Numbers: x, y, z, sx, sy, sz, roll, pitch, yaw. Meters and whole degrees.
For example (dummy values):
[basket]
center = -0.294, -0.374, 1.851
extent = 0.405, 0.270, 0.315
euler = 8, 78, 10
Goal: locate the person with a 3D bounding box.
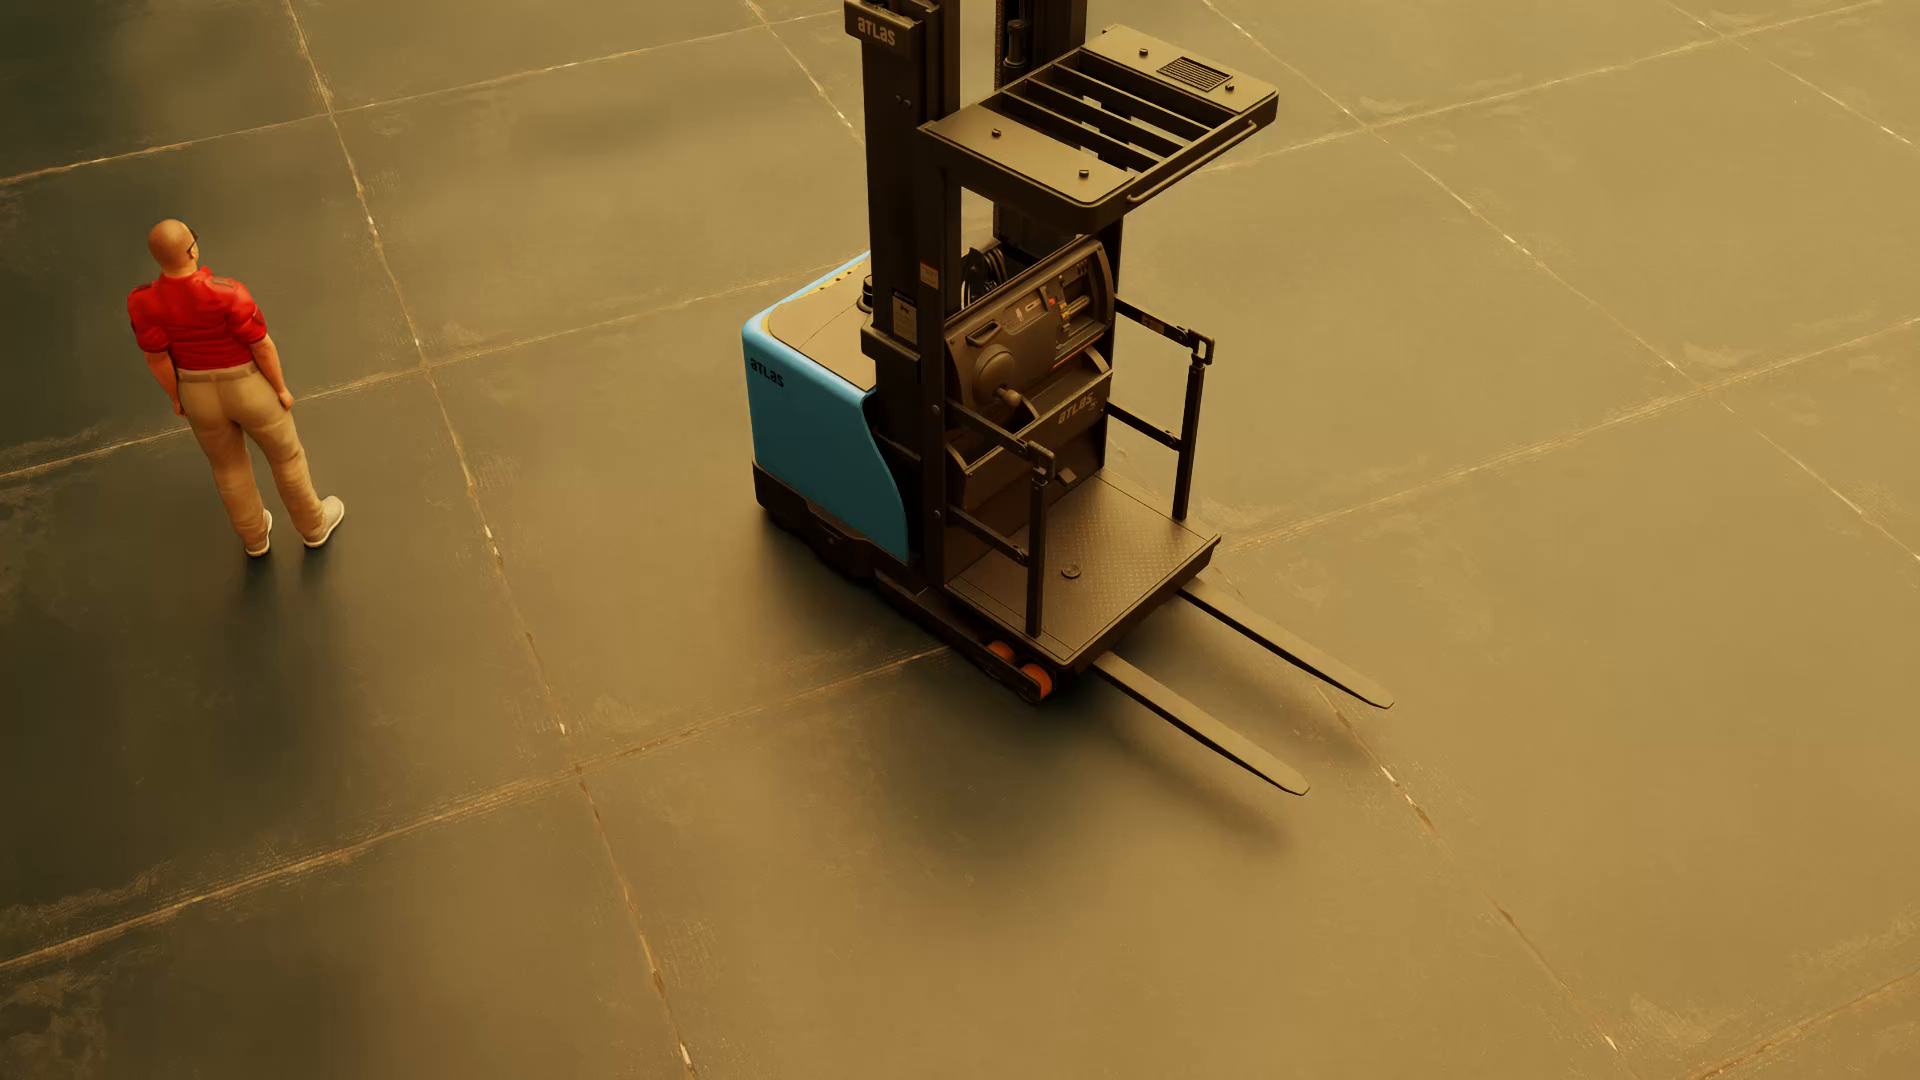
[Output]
[person]
center = -3.187, -0.655, 7.268
extent = 0.525, 1.728, 0.388
euler = -6, 43, -7

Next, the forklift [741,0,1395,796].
[forklift]
center = 0.445, -0.788, 6.525
extent = 3.031, 2.935, 1.130
euler = 32, 52, 30
